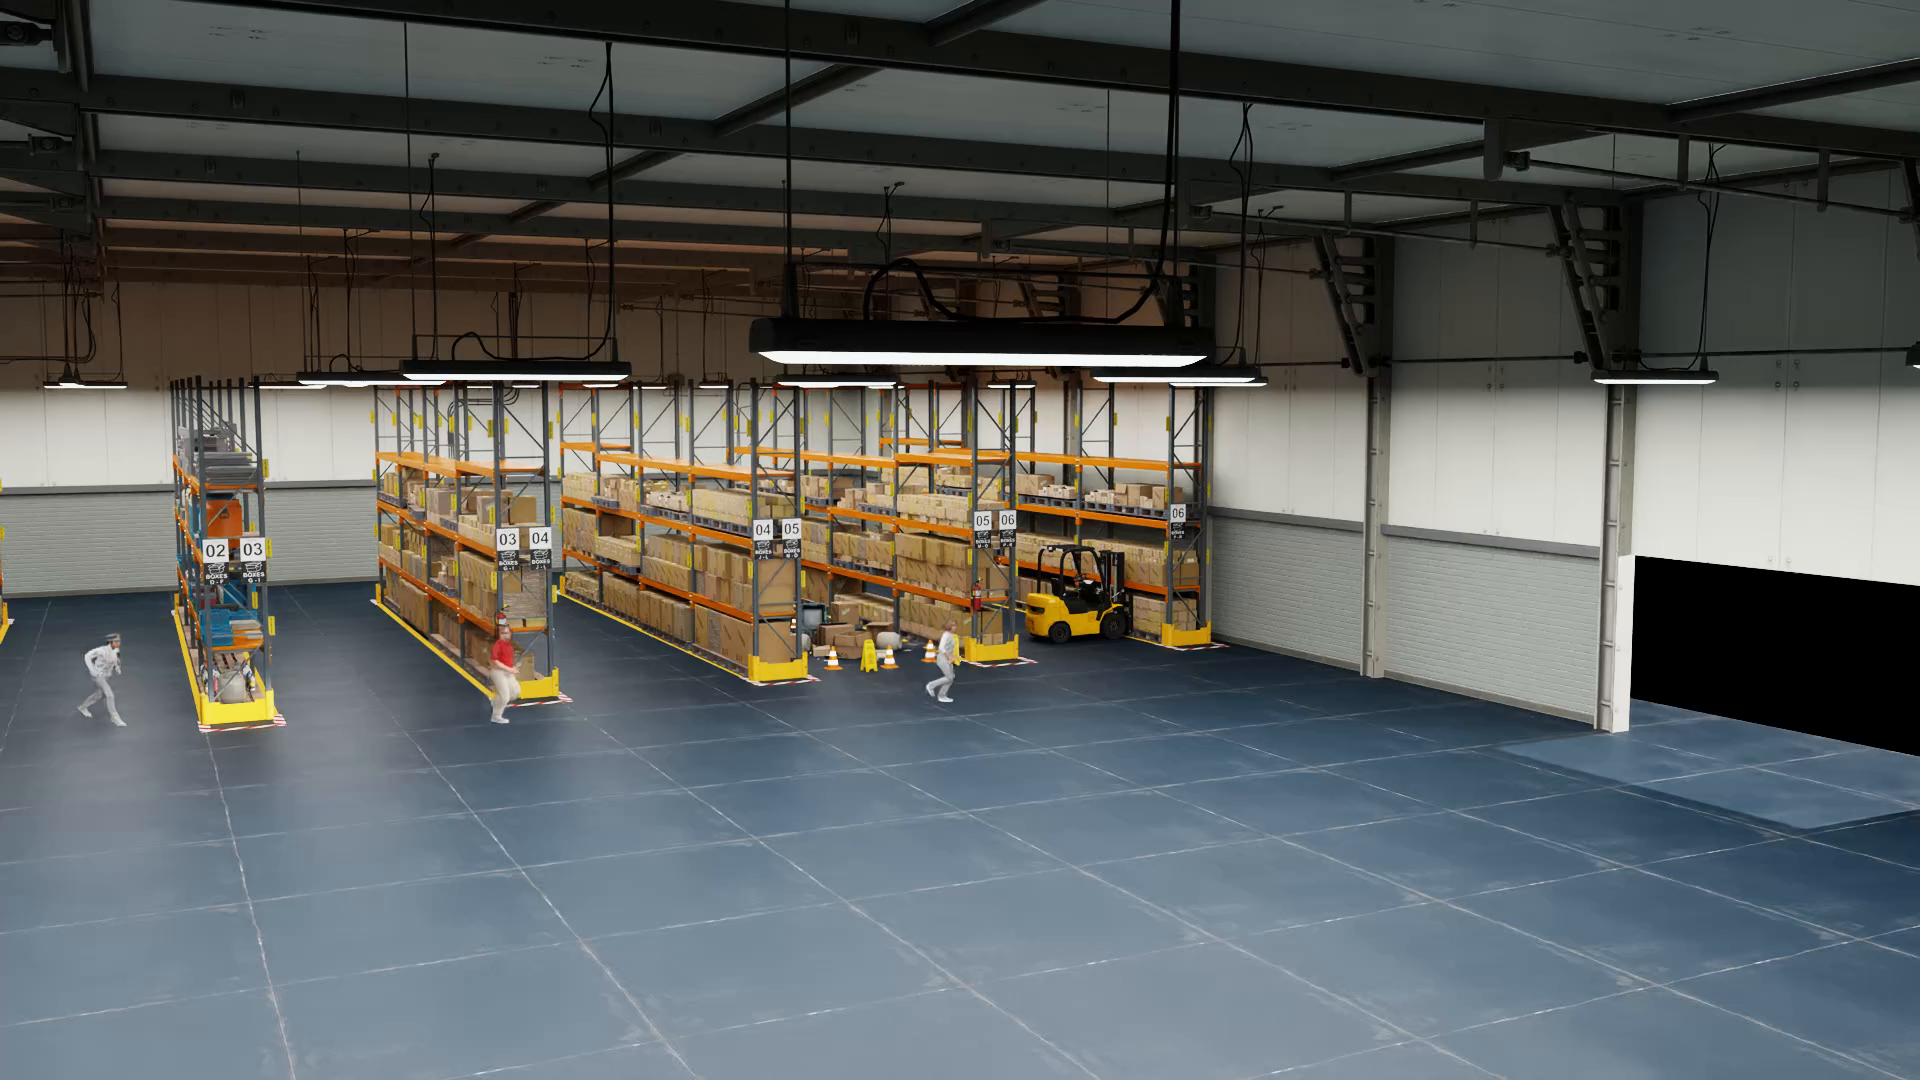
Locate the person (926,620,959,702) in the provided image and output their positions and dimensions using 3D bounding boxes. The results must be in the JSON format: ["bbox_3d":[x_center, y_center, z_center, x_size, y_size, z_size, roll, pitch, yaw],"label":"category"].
[{"bbox_3d":[-0.338,2.237,30.727,0.574,1.534,0.539,1,5,12],"label":"person"}]

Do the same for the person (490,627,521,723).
[{"bbox_3d":[-7.885,2.330,28.806,0.635,1.673,0.650,1,5,7],"label":"person"}]

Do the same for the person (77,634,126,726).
[{"bbox_3d":[-14.844,2.405,28.652,0.967,1.630,0.657,2,5,20],"label":"person"}]

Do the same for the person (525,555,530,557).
[{"bbox_3d":[-12.423,0.613,48.291,0.614,1.662,0.853,-2,5,-20],"label":"person"}]
